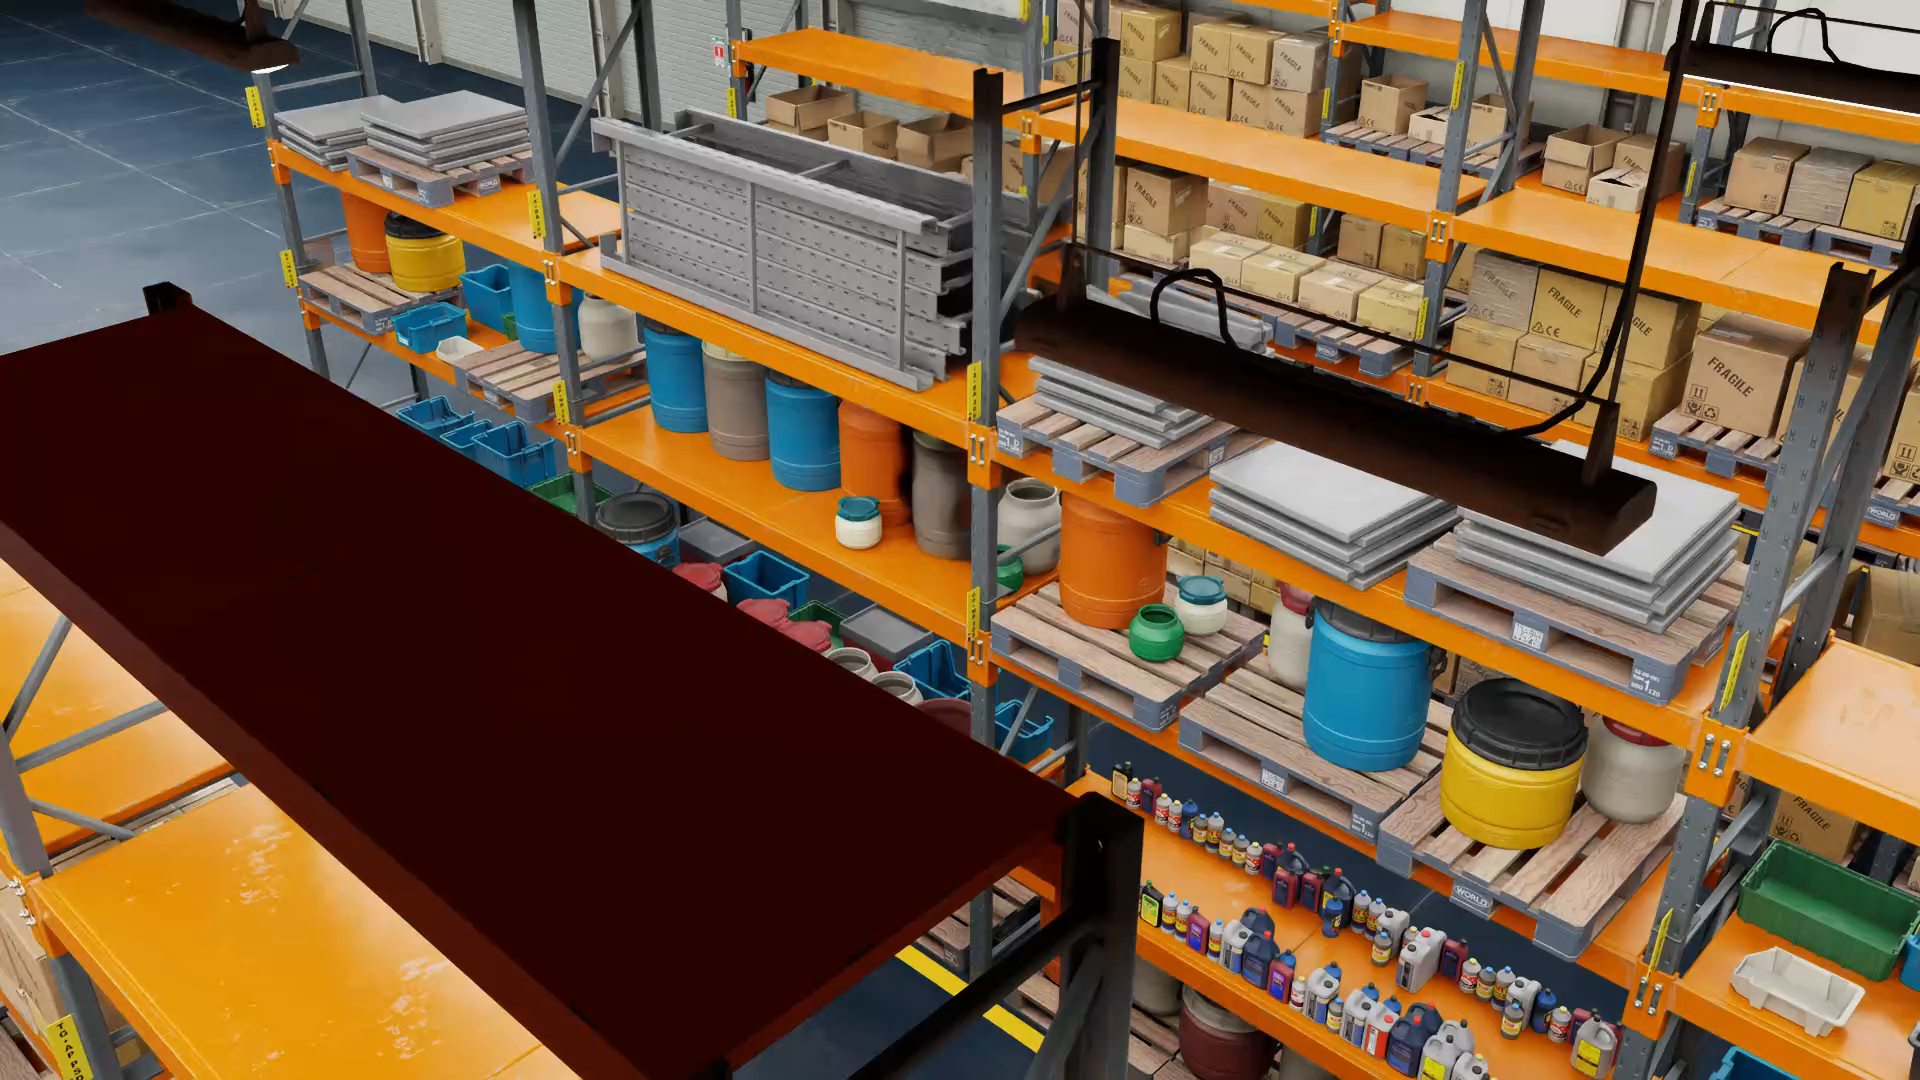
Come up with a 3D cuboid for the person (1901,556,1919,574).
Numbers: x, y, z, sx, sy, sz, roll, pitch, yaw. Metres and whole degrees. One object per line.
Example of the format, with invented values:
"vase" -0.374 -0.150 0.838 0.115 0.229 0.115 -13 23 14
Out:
"person" 8.038 0.399 13.739 0.790 1.763 0.681 20 35 31
